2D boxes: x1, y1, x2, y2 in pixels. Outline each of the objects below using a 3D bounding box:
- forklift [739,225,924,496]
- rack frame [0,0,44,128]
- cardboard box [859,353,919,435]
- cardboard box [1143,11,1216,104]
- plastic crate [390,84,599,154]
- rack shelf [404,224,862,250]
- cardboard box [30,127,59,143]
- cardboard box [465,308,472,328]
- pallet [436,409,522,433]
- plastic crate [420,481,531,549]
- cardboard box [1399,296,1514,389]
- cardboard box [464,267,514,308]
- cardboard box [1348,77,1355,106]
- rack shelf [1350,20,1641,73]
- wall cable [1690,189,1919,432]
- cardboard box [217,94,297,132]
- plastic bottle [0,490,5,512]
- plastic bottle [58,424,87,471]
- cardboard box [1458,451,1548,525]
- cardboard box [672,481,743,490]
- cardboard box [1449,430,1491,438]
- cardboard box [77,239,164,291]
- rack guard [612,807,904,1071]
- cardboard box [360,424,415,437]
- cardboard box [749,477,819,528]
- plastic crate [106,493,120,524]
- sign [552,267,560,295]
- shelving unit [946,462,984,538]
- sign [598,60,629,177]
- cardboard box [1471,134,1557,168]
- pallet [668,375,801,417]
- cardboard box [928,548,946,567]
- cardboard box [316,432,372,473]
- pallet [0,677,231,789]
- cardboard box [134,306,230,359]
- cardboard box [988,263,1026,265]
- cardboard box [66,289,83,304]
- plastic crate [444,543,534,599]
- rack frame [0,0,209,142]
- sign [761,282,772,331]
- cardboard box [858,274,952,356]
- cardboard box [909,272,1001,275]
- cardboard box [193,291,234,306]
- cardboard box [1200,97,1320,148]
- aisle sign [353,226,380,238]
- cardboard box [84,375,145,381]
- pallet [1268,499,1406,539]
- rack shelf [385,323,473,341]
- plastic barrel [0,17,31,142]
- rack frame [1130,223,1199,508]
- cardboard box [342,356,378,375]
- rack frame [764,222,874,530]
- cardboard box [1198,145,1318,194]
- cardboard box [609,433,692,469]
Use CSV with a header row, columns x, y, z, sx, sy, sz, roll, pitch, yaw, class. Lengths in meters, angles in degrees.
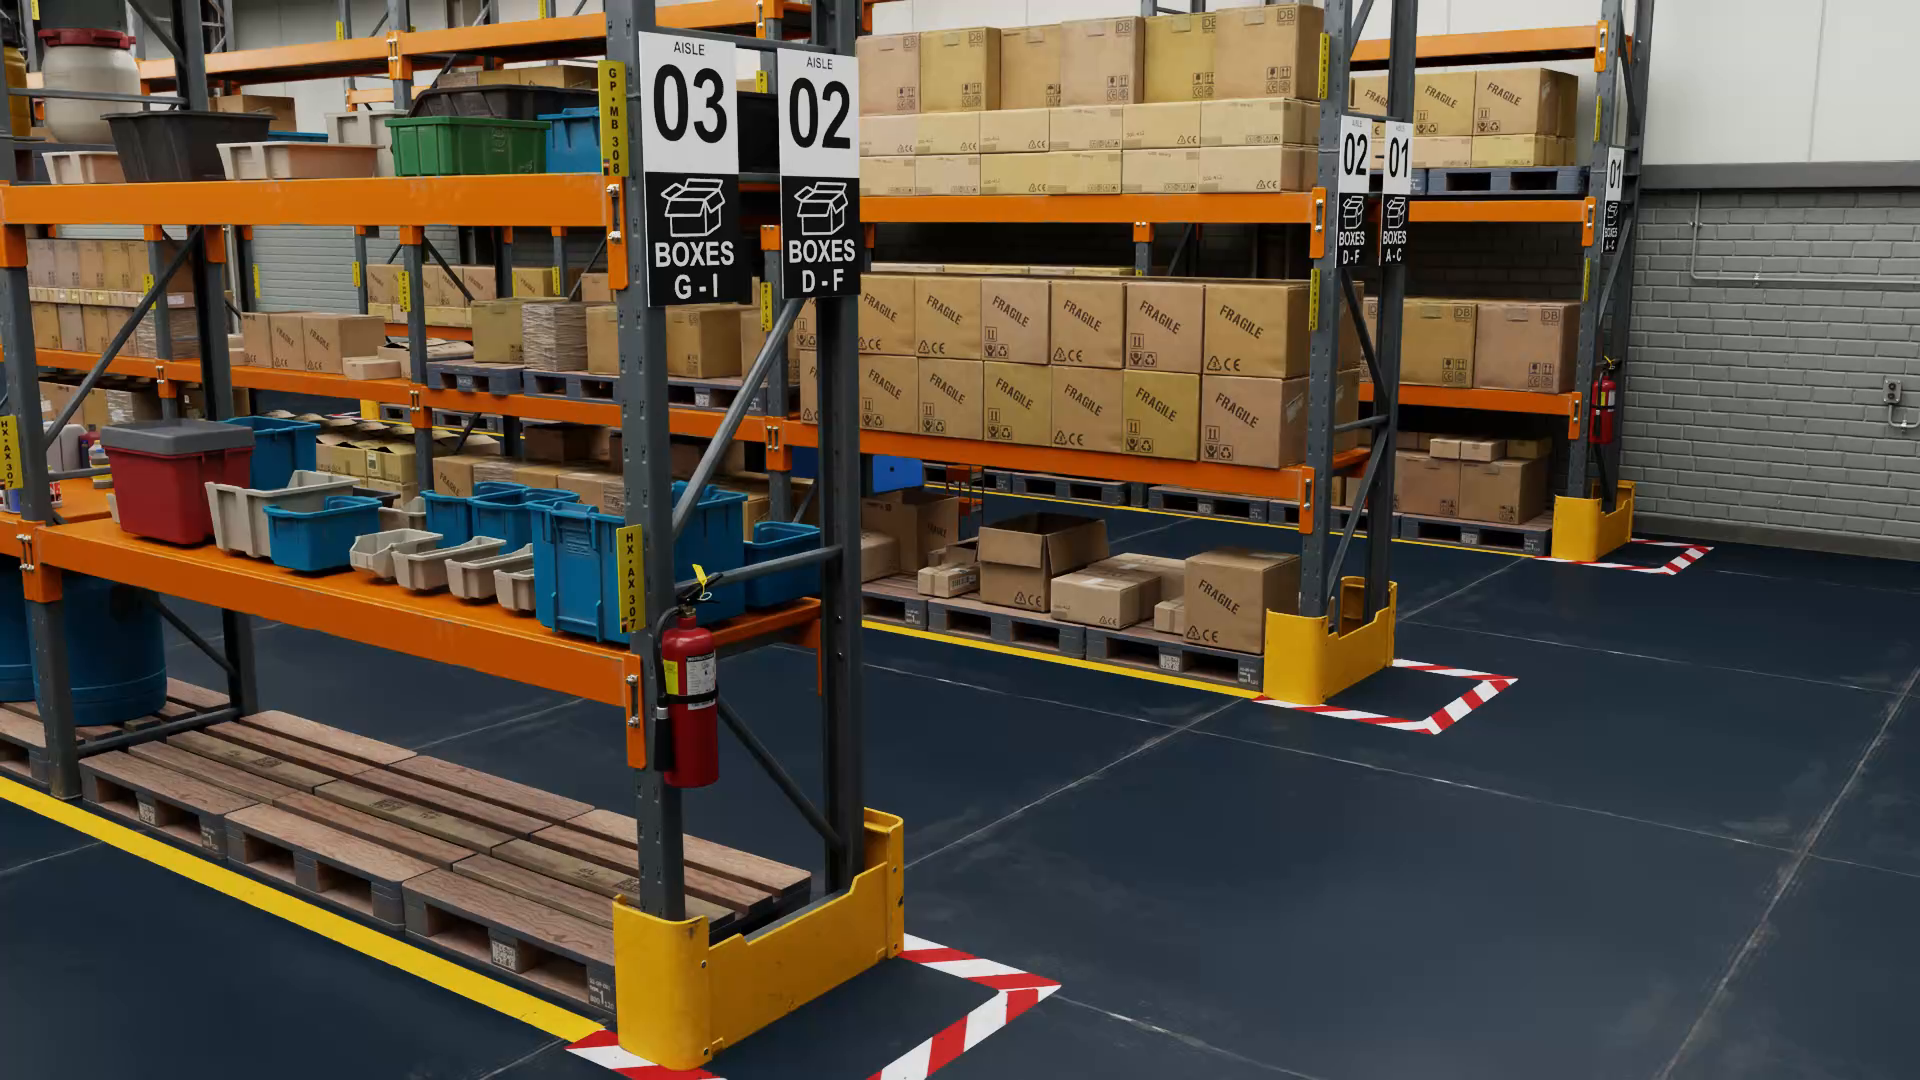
x,y,z,sx,sy,sz,roll,pitch,yaw,class
-1.750,-1.756,15.390,3.031,2.935,1.130,10,15,41,forklift
-10.654,-5.389,18.193,0.127,3.000,1.000,8,13,36,rack frame
-0.318,-0.987,10.973,0.500,0.500,0.500,8,14,37,cardboard box
1.465,-2.782,9.718,0.500,0.500,0.700,8,13,36,cardboard box
-1.762,-1.543,6.373,0.767,0.338,0.504,8,13,36,plastic crate
-2.594,-2.439,12.735,4.000,0.370,1.077,8,13,36,rack shelf
-9.477,-4.012,17.234,0.500,0.500,0.500,8,13,36,cardboard box
-5.873,-2.807,20.984,0.500,0.250,0.500,8,13,35,cardboard box
-6.051,-1.591,21.696,1.213,0.211,1.003,8,13,36,pallet
-2.000,-0.094,6.901,0.300,0.233,0.416,8,13,36,plastic crate
4.161,-1.687,14.061,0.700,0.700,0.980,8,13,35,cardboard box
-5.870,-3.176,20.918,0.500,0.500,0.500,7,13,34,cardboard box
3.175,-3.641,14.107,0.500,0.500,0.500,8,14,36,cardboard box
3.559,-4.024,14.086,4.000,0.370,1.077,8,13,36,rack shelf
6.763,-1.903,13.295,1.851,1.984,0.084,8,13,36,wall cable
-6.484,-3.831,15.354,0.500,0.500,0.500,10,15,41,cardboard box
-4.536,-0.243,7.909,0.097,0.201,0.097,0,11,0,plastic bottle
-4.811,-0.490,8.992,0.135,0.276,0.152,8,13,36,plastic bottle
4.548,-0.446,13.912,0.500,0.500,0.700,8,13,36,cardboard box
-1.943,-0.152,12.339,0.500,0.500,0.500,8,14,36,cardboard box
4.358,-0.838,14.230,0.250,0.149,0.380,8,14,36,cardboard box
-8.603,-2.842,17.143,0.500,0.500,0.700,8,13,36,cardboard box
-0.666,1.341,5.781,0.348,0.500,1.175,8,13,36,rack guard
-5.293,-0.895,15.415,0.500,0.311,0.500,7,13,34,cardboard box
-1.228,-0.175,12.459,0.500,0.500,0.500,7,13,33,cardboard box
-3.626,-0.162,7.507,0.243,0.136,0.396,8,13,36,plastic crate
-4.816,-3.094,19.844,0.005,0.325,0.100,8,13,36,sign
0.043,-0.509,13.899,0.252,1.050,0.215,8,13,36,shelving unit
-1.006,-1.222,4.827,0.005,0.325,0.100,8,13,36,sign
4.424,-3.099,13.282,0.500,0.250,0.500,8,14,37,cardboard box
-1.562,-1.107,12.358,1.213,0.211,1.003,8,13,36,pallet
-0.017,0.143,11.741,0.250,0.149,0.380,8,13,36,cardboard box
-5.602,-0.811,14.984,0.500,0.311,0.500,8,13,35,cardboard box
-4.514,0.939,8.618,1.213,0.211,1.003,8,13,36,pallet
-7.791,-2.092,16.682,0.500,0.500,0.700,8,13,34,cardboard box
0.480,-2.691,16.967,0.500,0.250,0.500,8,13,34,cardboard box
-9.014,-2.531,17.247,0.250,0.149,0.380,8,14,37,cardboard box
-1.682,0.115,6.077,0.243,0.136,0.396,8,13,36,plastic crate
-3.917,-3.282,7.302,0.127,3.000,1.000,8,13,36,rack frame
-1.308,-1.577,11.238,0.005,0.325,0.100,8,13,36,sign
-0.353,-1.480,10.889,0.500,0.500,0.500,7,13,34,cardboard box
-0.007,-1.560,11.300,0.500,0.500,0.500,8,13,34,cardboard box
-7.532,-2.421,16.677,0.250,0.149,0.380,8,13,35,cardboard box
1.677,-2.308,9.243,0.500,0.250,0.500,8,13,36,cardboard box
-7.961,-4.441,22.242,0.004,0.787,0.394,8,13,36,aisle sign
-9.231,-1.543,18.267,0.500,0.500,0.500,8,13,36,cardboard box
3.501,-0.250,14.764,1.213,0.211,1.003,8,13,36,pallet
-6.113,-2.624,21.591,4.000,0.370,1.077,8,13,36,rack shelf
-4.773,-2.179,7.899,0.600,0.588,0.600,0,11,0,plastic barrel
1.947,-1.853,15.711,0.127,3.000,1.000,8,13,36,rack frame
-5.267,-1.555,14.834,0.250,0.149,0.380,9,14,40,cardboard box
-0.982,-1.094,11.789,0.127,3.000,1.000,8,13,36,rack frame
1.672,-2.061,9.284,0.500,0.250,0.500,8,13,36,cardboard box
-2.438,-0.712,13.260,0.500,0.250,0.500,8,13,34,cardboard box
